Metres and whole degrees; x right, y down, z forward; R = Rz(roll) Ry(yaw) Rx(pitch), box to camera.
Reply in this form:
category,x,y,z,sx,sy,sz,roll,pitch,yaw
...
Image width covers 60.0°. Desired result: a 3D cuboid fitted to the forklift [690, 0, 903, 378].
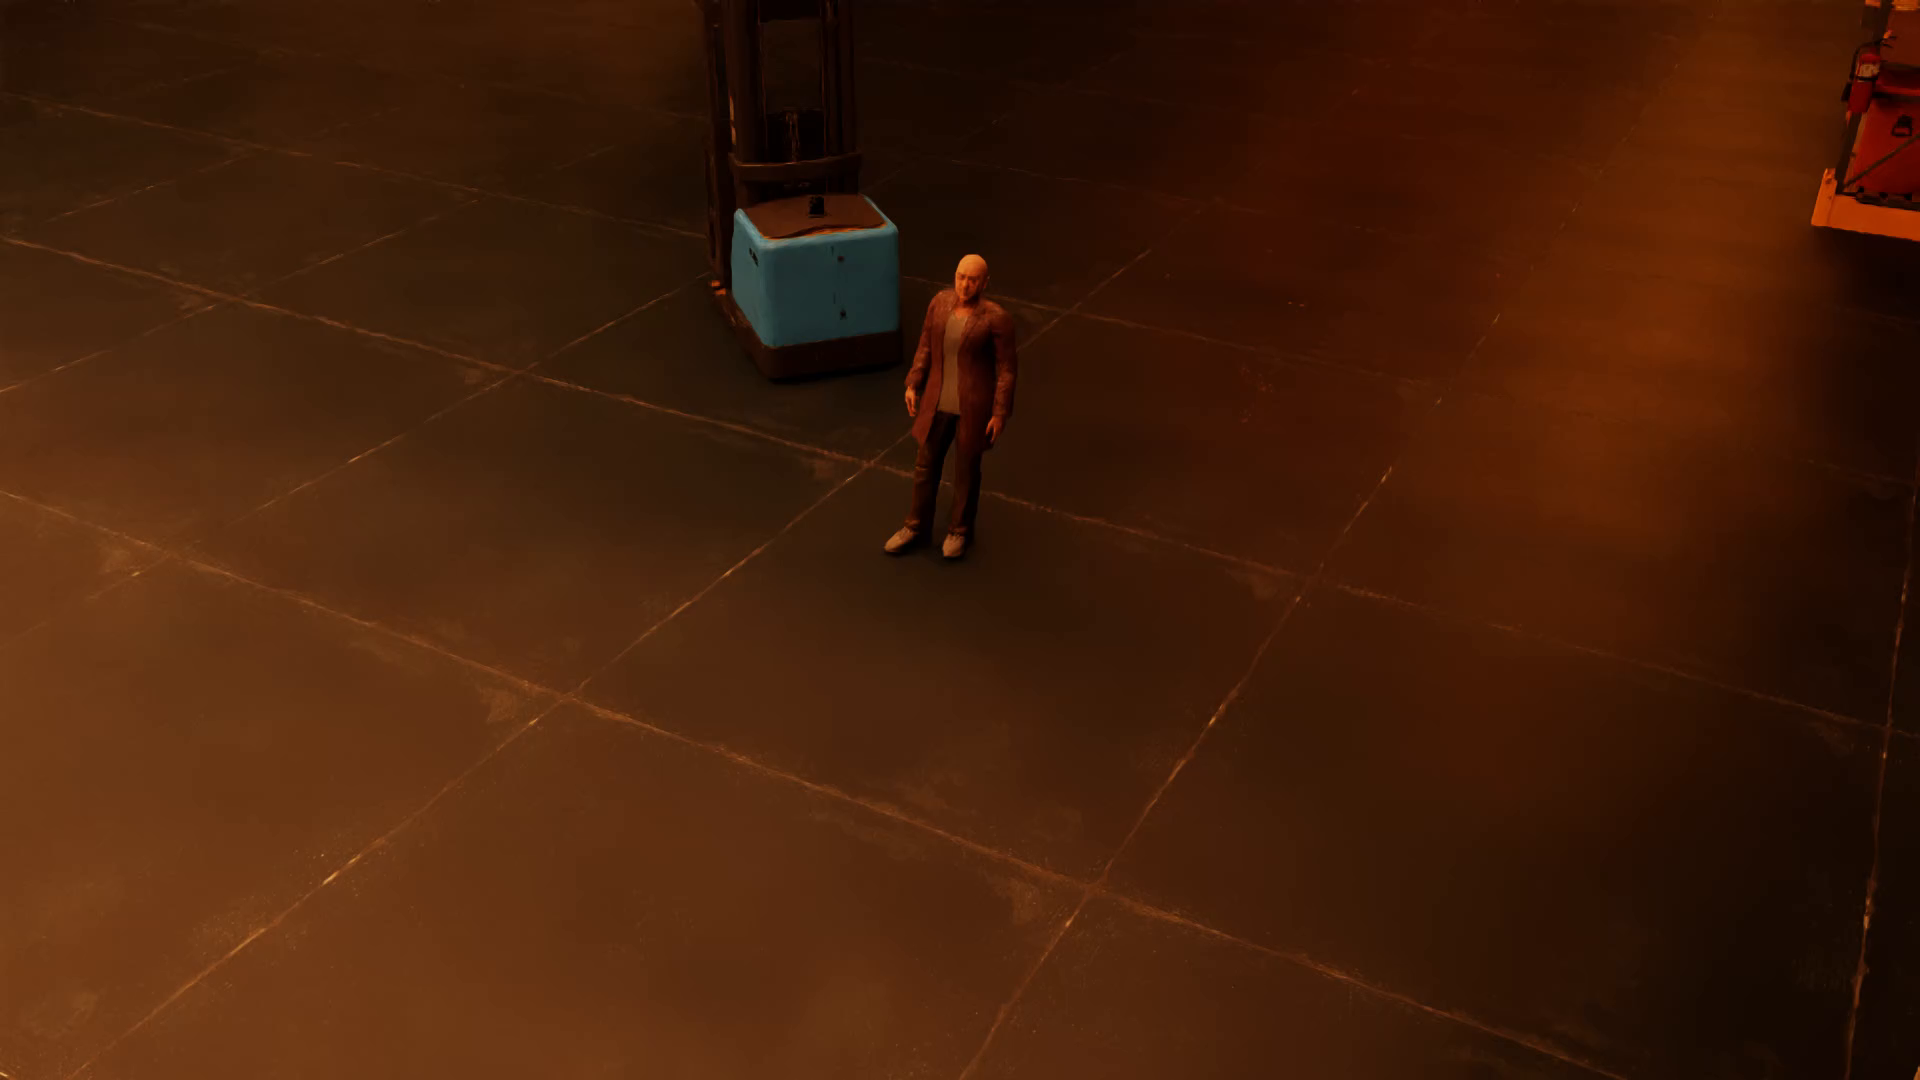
category,x,y,z,sx,sy,sz,roll,pitch,yaw
forklift,-1.392,-3.148,12.525,1.130,2.935,3.031,-10,32,-17

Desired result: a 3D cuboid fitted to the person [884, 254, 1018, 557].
category,x,y,z,sx,sy,sz,roll,pitch,yaw
person,-0.049,-0.736,9.485,0.694,1.776,0.575,15,33,25
